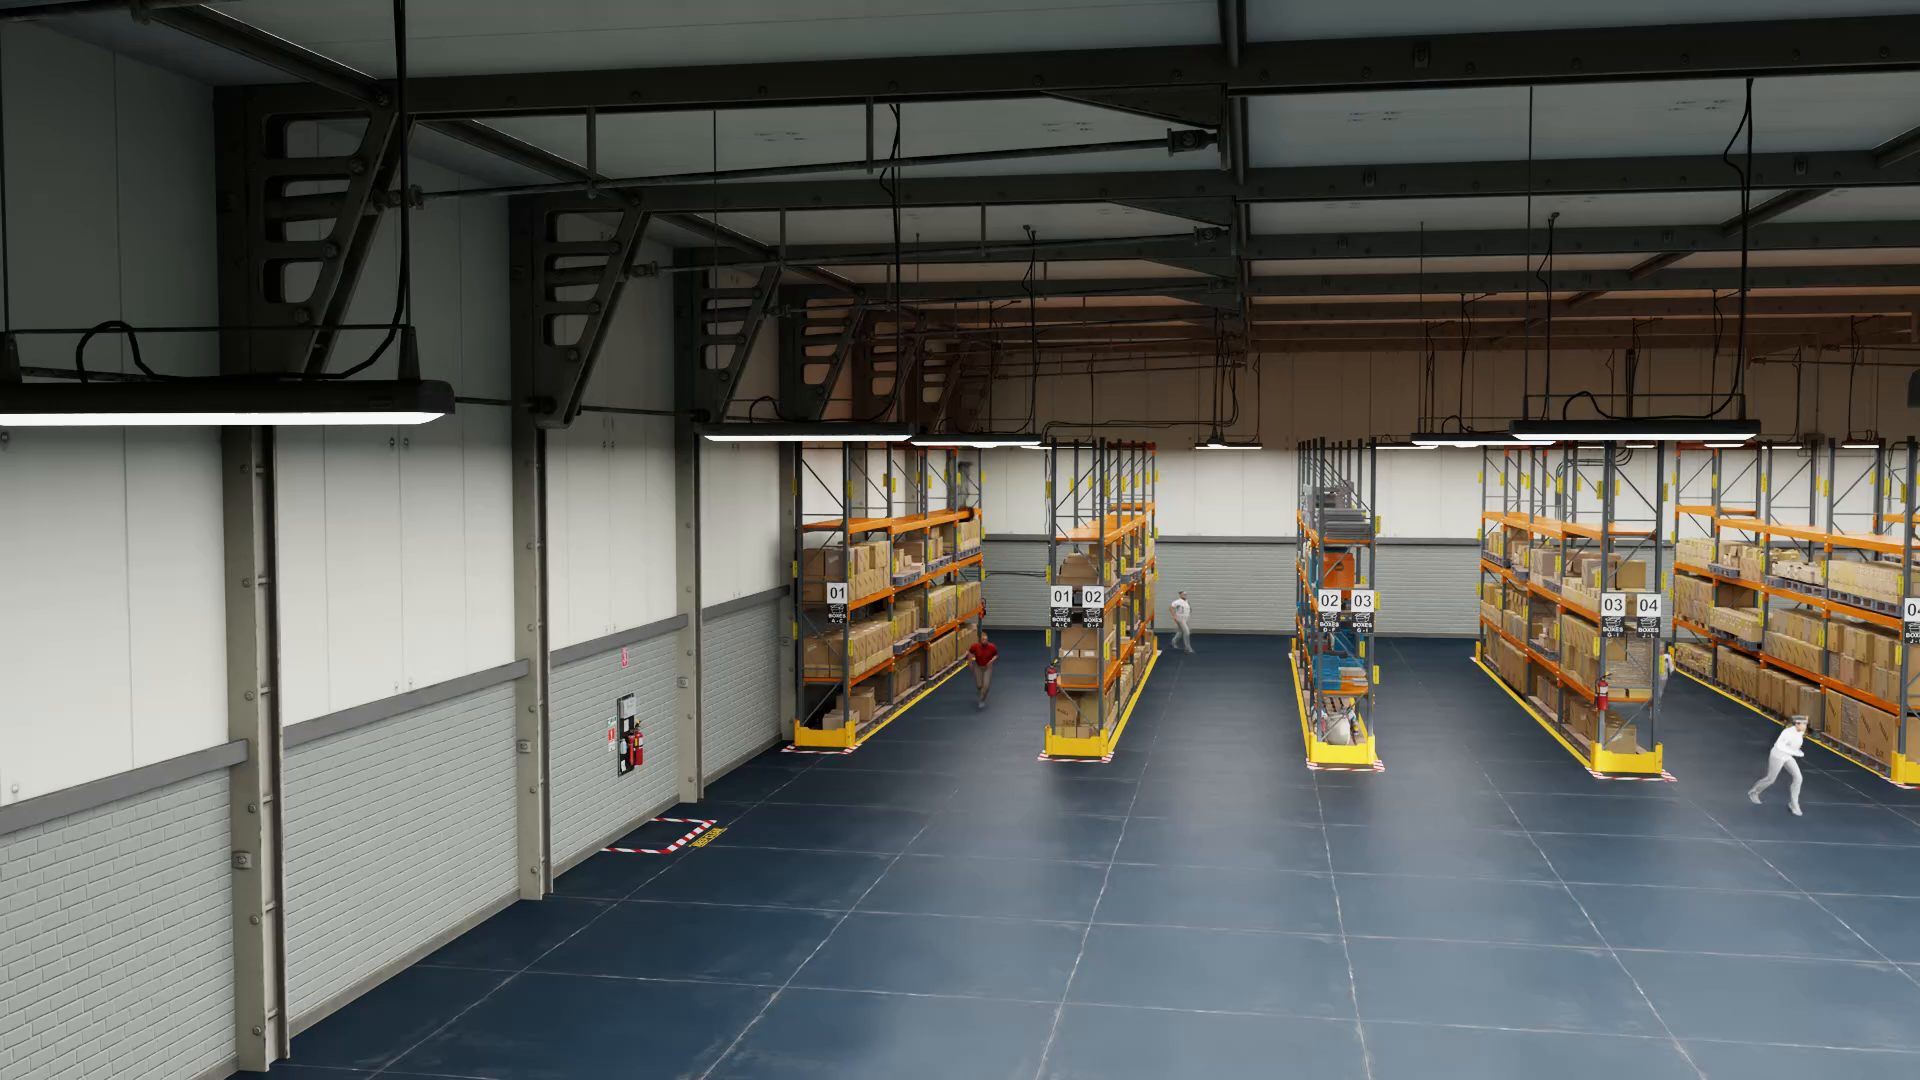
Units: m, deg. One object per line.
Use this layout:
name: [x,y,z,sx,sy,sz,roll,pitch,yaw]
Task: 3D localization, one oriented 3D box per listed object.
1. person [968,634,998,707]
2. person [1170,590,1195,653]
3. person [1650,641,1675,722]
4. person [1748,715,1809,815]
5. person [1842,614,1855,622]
person: [0.519,2.934,37.468,0.655,1.660,0.760,0,3,-7]
person: [6.336,2.324,47.651,0.879,1.823,0.750,2,4,37]
person: [14.941,3.006,35.501,0.588,1.723,0.777,0,3,1]
person: [13.082,3.552,26.564,0.658,1.624,0.961,-2,4,-32]
person: [24.019,2.544,45.091,0.691,1.559,0.505,1,3,17]
